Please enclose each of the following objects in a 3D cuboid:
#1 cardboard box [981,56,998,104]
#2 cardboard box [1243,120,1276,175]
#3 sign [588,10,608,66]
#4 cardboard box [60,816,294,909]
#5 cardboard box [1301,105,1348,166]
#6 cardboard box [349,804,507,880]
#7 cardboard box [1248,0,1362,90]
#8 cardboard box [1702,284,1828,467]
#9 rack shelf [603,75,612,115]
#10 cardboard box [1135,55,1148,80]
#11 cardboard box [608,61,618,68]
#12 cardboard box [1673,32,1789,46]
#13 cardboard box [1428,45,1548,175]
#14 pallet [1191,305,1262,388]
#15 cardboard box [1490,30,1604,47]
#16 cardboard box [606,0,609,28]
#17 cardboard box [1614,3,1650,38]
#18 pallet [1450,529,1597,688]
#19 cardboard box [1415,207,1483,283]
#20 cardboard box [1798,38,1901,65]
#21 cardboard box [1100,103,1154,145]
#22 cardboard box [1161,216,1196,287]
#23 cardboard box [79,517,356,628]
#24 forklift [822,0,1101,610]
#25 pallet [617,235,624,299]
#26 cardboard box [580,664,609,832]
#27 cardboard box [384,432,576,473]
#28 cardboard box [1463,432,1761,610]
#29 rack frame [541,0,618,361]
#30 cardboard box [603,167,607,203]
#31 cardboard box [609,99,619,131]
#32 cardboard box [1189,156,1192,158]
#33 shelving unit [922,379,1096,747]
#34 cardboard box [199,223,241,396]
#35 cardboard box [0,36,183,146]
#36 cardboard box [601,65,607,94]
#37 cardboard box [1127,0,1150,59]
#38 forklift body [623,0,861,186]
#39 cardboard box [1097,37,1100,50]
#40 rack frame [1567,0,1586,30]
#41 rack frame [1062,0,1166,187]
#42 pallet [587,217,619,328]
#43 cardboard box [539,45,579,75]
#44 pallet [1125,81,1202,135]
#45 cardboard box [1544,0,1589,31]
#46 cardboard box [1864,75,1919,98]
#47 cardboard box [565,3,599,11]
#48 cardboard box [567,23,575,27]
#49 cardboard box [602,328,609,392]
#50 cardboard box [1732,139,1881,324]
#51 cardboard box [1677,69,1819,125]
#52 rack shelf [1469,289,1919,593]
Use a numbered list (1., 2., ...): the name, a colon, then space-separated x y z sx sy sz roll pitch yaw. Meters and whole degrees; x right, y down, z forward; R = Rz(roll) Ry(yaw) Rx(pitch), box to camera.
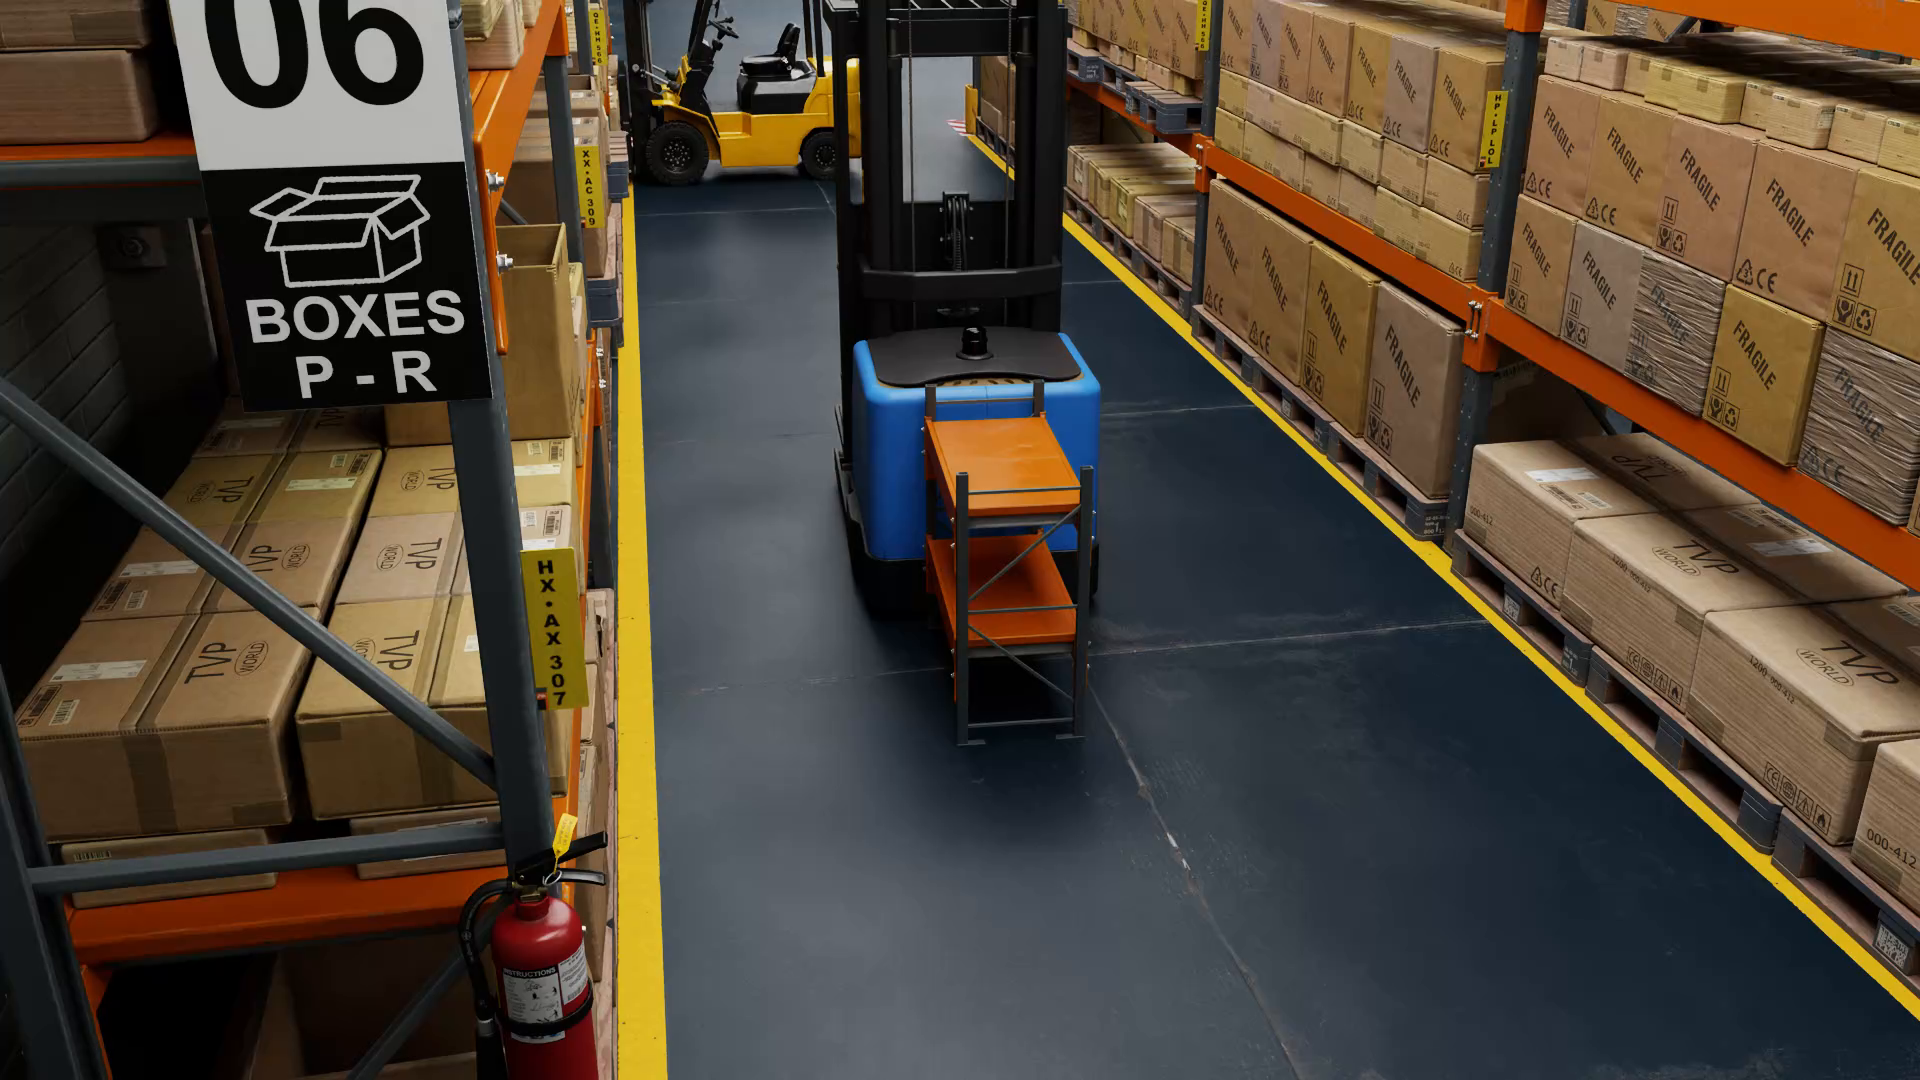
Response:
1. cardboard box: 0.525 -4.988 17.898 0.500 0.500 0.500 -5 24 -12
2. cardboard box: 2.078 -2.432 10.259 0.500 0.250 0.500 -5 24 -11
3. sign: -2.224 -3.082 10.211 0.100 0.325 0.005 -4 24 -10
4. cardboard box: -1.601 0.607 3.425 0.380 0.149 0.250 -5 24 -10
5. cardboard box: 2.228 -2.255 9.228 0.500 0.250 0.500 -4 24 -9
6. cardboard box: -1.067 0.568 3.515 0.380 0.149 0.250 -4 24 -10
7. cardboard box: 2.074 -3.010 10.021 0.500 0.500 0.500 -4 24 -10
8. cardboard box: 2.961 -0.584 5.715 0.500 0.500 0.500 -4 24 -8
9. rack shelf: -3.125 -3.001 12.272 1.077 0.370 4.000 -4 24 -10
10. cardboard box: 1.516 -3.504 12.315 0.380 0.149 0.250 -4 24 -9
11. cardboard box: -3.743 -4.723 16.977 0.500 0.250 0.500 -4 24 -9
12. cardboard box: 3.231 -2.043 6.996 0.380 0.149 0.250 -5 24 -11
13. cardboard box: 2.532 -2.001 7.709 0.500 0.500 0.500 -4 24 -8
14. pallet: 2.194 -1.319 11.007 1.003 0.211 1.213 -4 24 -10
15. cardboard box: 2.942 -2.236 8.247 0.500 0.500 0.500 -4 24 -10
16. cardboard box: -3.799 -5.358 16.644 0.500 0.500 0.500 -4 24 -8
17. cardboard box: 6.155 -4.513 14.710 0.500 0.500 0.500 -4 24 -9
18. pallet: 2.925 0.243 7.429 1.003 0.211 1.213 -4 24 -10
19. cardboard box: 2.531 -1.428 7.960 0.500 0.250 0.500 -5 24 -11
20. cardboard box: 6.621 -3.522 12.441 0.500 0.500 0.500 -4 24 -10
21. cardboard box: 1.539 -4.014 15.667 0.500 0.500 0.500 -3 24 -7
22. cardboard box: 2.027 -2.124 12.124 0.950 0.372 0.625 -6 24 -13
23. cardboard box: -1.716 0.171 3.926 0.500 0.250 0.500 -4 24 -10
24. forklift: -0.082 -1.591 8.230 1.130 2.935 3.031 -3 24 -7
25. pallet: -3.091 -2.072 12.729 1.003 0.211 1.213 -4 24 -10
26. cardboard box: -1.415 0.754 5.375 0.500 0.500 0.500 -4 24 -9
27. cardboard box: -1.401 -0.260 4.914 0.500 0.250 0.500 -5 24 -11
28. cardboard box: 2.872 -0.103 7.414 0.875 0.438 0.875 -5 24 -11
29. rack frame: -2.755 -2.544 10.327 1.000 3.000 0.127 -4 24 -10
30. cardboard box: -1.895 -1.676 7.984 0.396 0.266 0.258 -3 24 -7
31. cardboard box: -3.276 -3.721 14.684 0.500 0.250 0.500 -5 24 -11
32. cardboard box: 2.521 -3.864 16.469 0.500 0.500 0.500 13 27 27
33. shelving unit: 0.170 0.062 6.703 0.538 1.125 1.048 -3 24 -7
34. cardboard box: -2.002 -0.776 5.159 0.500 0.500 0.500 -5 24 -11
35. cardboard box: -1.563 -0.765 2.821 0.380 0.149 0.250 -4 24 -8
36. cardboard box: -3.046 -3.672 13.098 0.500 0.250 0.500 -4 24 -10
37. cardboard box: 1.564 -3.847 12.288 0.500 0.500 0.500 -6 24 -13
38. forklift body: -2.091 -4.691 16.303 2.313 2.155 1.214 -4 24 -10
39. cardboard box: 1.339 -4.118 13.720 0.380 0.149 0.250 -3 24 -6
40. rack frame: 6.228 -4.892 15.704 1.000 3.000 0.127 -4 24 -10
41. rack frame: 1.382 -4.486 14.774 1.000 3.000 0.127 -4 24 -10
42. pallet: -2.056 -1.205 7.501 1.003 0.211 1.213 -4 24 -10
43. cardboard box: -2.525 -3.034 10.514 0.380 0.149 0.250 -4 24 -8
44. pallet: 1.886 -3.097 11.834 1.213 0.211 1.003 -4 24 -10
45. cardboard box: 6.148 -5.105 16.004 0.875 0.550 0.550 -4 24 -10
46. cardboard box: 3.406 -1.536 5.834 0.380 0.149 0.250 -5 24 -11
47. cardboard box: -2.976 -4.048 12.836 0.380 0.149 0.250 -5 24 -11
48. cardboard box: -2.774 -3.541 11.675 0.380 0.149 0.250 -4 24 -9
49. cardboard box: -2.284 -1.037 9.475 0.500 0.500 0.500 -3 24 -7
50. cardboard box: 2.973 -1.038 5.505 0.500 0.500 0.500 -4 24 -10
51. cardboard box: 2.823 -1.591 5.961 0.380 0.149 0.250 -5 24 -11
52. rack shelf: 3.232 -0.223 5.912 1.077 0.370 4.000 -4 24 -10
